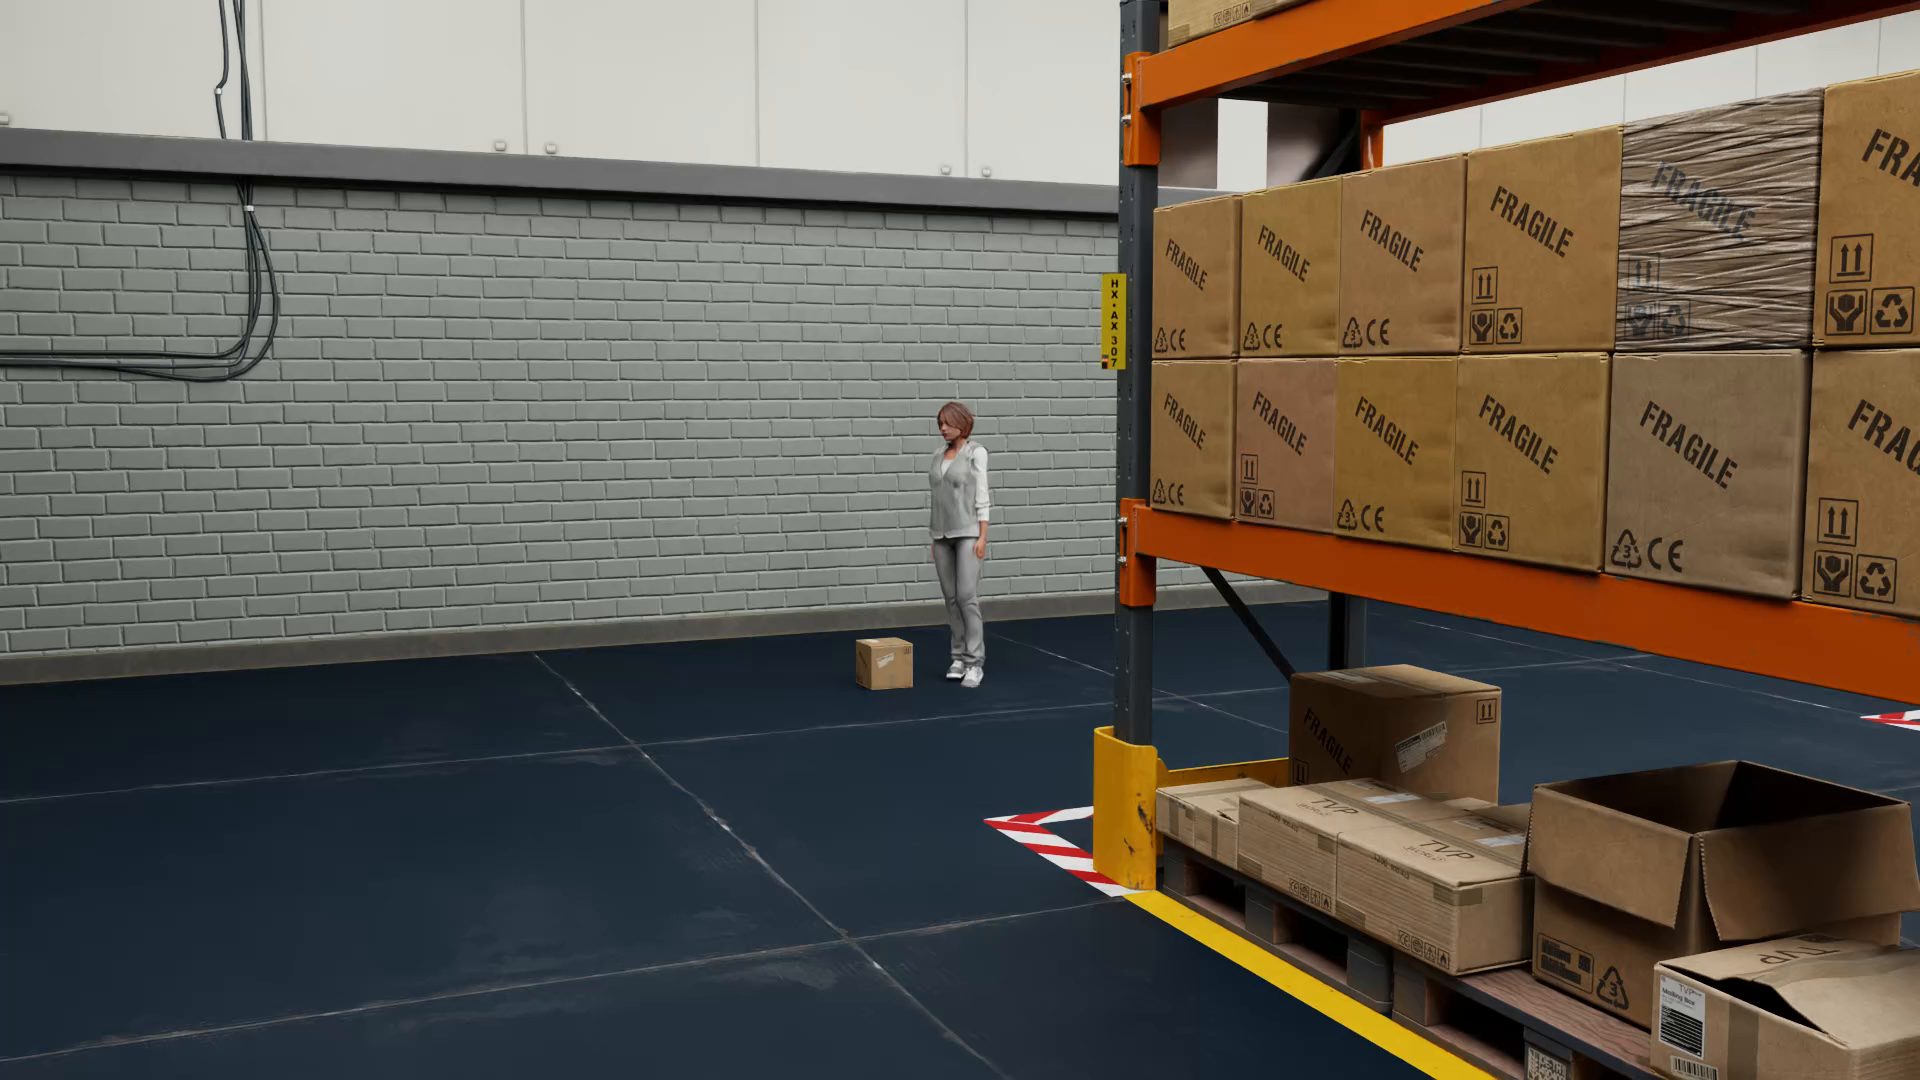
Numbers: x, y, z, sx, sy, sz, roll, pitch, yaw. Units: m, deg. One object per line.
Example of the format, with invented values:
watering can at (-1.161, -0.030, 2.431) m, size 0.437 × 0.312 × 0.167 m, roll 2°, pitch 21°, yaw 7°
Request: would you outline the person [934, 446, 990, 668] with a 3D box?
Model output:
person at (-0.004, 0.093, 9.610) m, size 0.440 × 1.278 × 0.304 m, roll 4°, pitch 7°, yaw 38°
